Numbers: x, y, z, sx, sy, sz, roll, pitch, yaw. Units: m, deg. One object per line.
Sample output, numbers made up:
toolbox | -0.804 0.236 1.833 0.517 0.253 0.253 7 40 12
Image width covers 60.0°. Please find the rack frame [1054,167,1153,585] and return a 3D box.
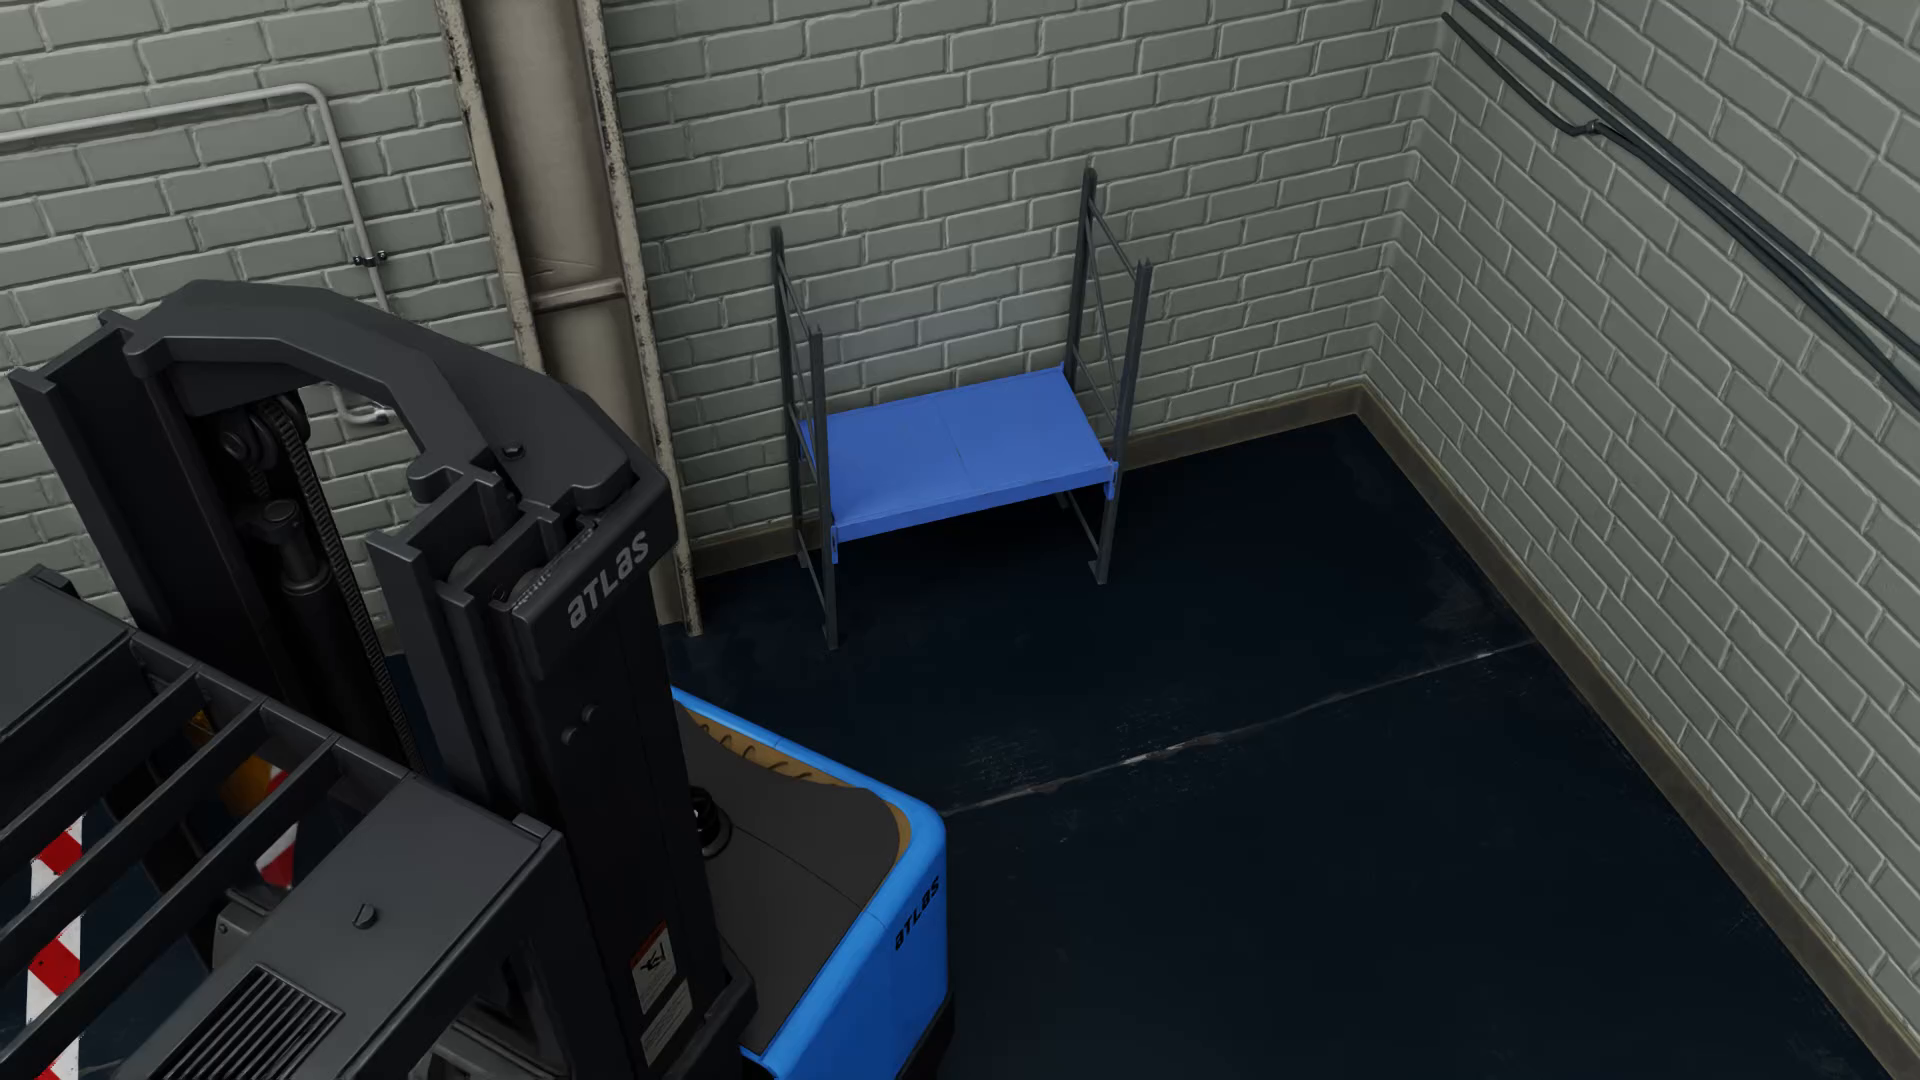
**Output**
rack frame | 0.464 -0.506 5.668 0.032 1.500 0.500 -13 51 -13

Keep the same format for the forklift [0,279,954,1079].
forklift | -1.177 1.138 3.047 1.130 2.935 3.031 22 49 20

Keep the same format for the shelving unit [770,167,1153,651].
shelving unit | -0.019 -0.394 5.555 1.048 1.500 0.538 -13 51 -13

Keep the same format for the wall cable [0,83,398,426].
wall cable | -2.510 -0.852 4.265 1.851 1.984 0.084 -14 47 -14

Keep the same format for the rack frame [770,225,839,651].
rack frame | -0.502 -0.281 5.443 0.032 1.500 0.500 -13 51 -13

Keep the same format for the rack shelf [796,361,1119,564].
rack shelf | -0.024 -0.277 5.692 1.000 0.185 0.538 -13 51 -13

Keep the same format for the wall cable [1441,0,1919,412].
wall cable | 2.048 -1.699 3.783 0.112 2.526 3.097 -14 47 -14
